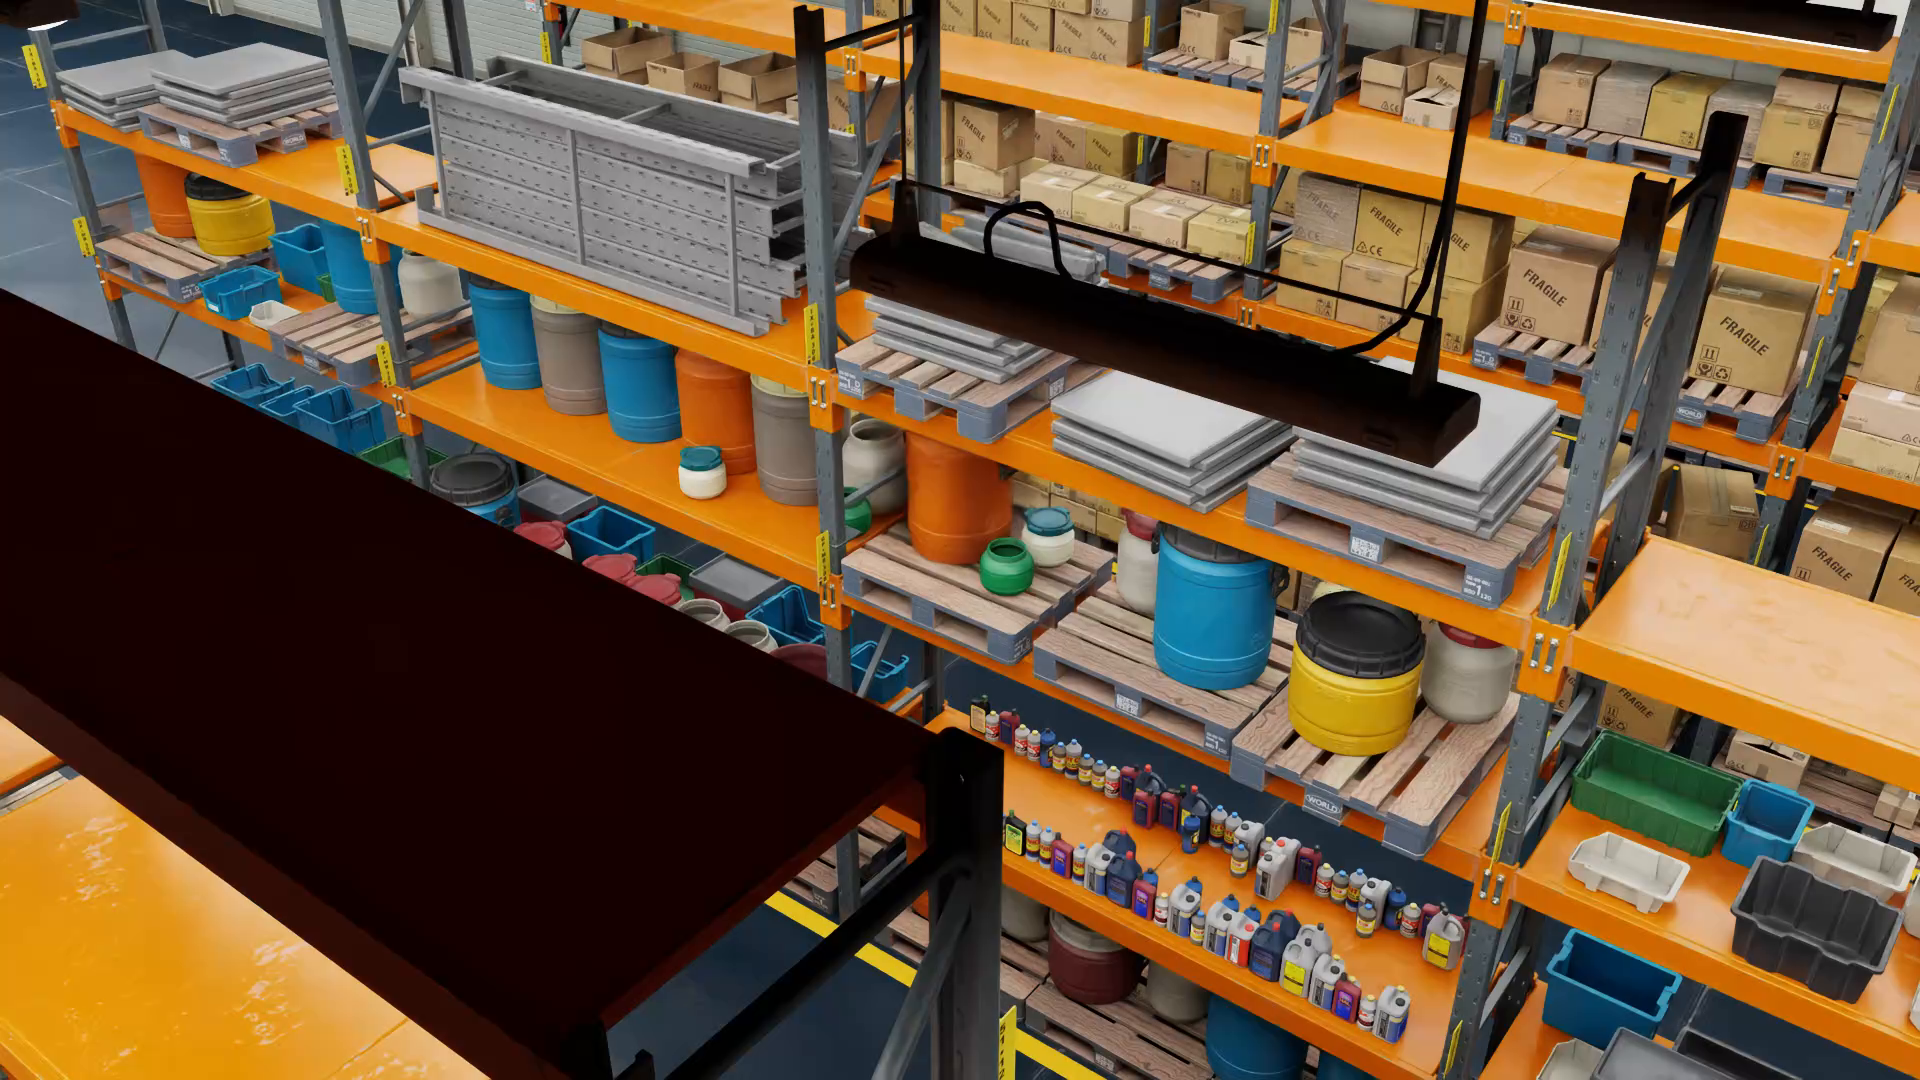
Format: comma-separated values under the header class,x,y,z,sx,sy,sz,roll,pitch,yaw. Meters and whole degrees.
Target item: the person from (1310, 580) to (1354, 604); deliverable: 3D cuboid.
class,x,y,z,sx,sy,sz,roll,pitch,yaw
person,2.716,0.737,12.502,1.058,1.598,0.531,20,37,29
